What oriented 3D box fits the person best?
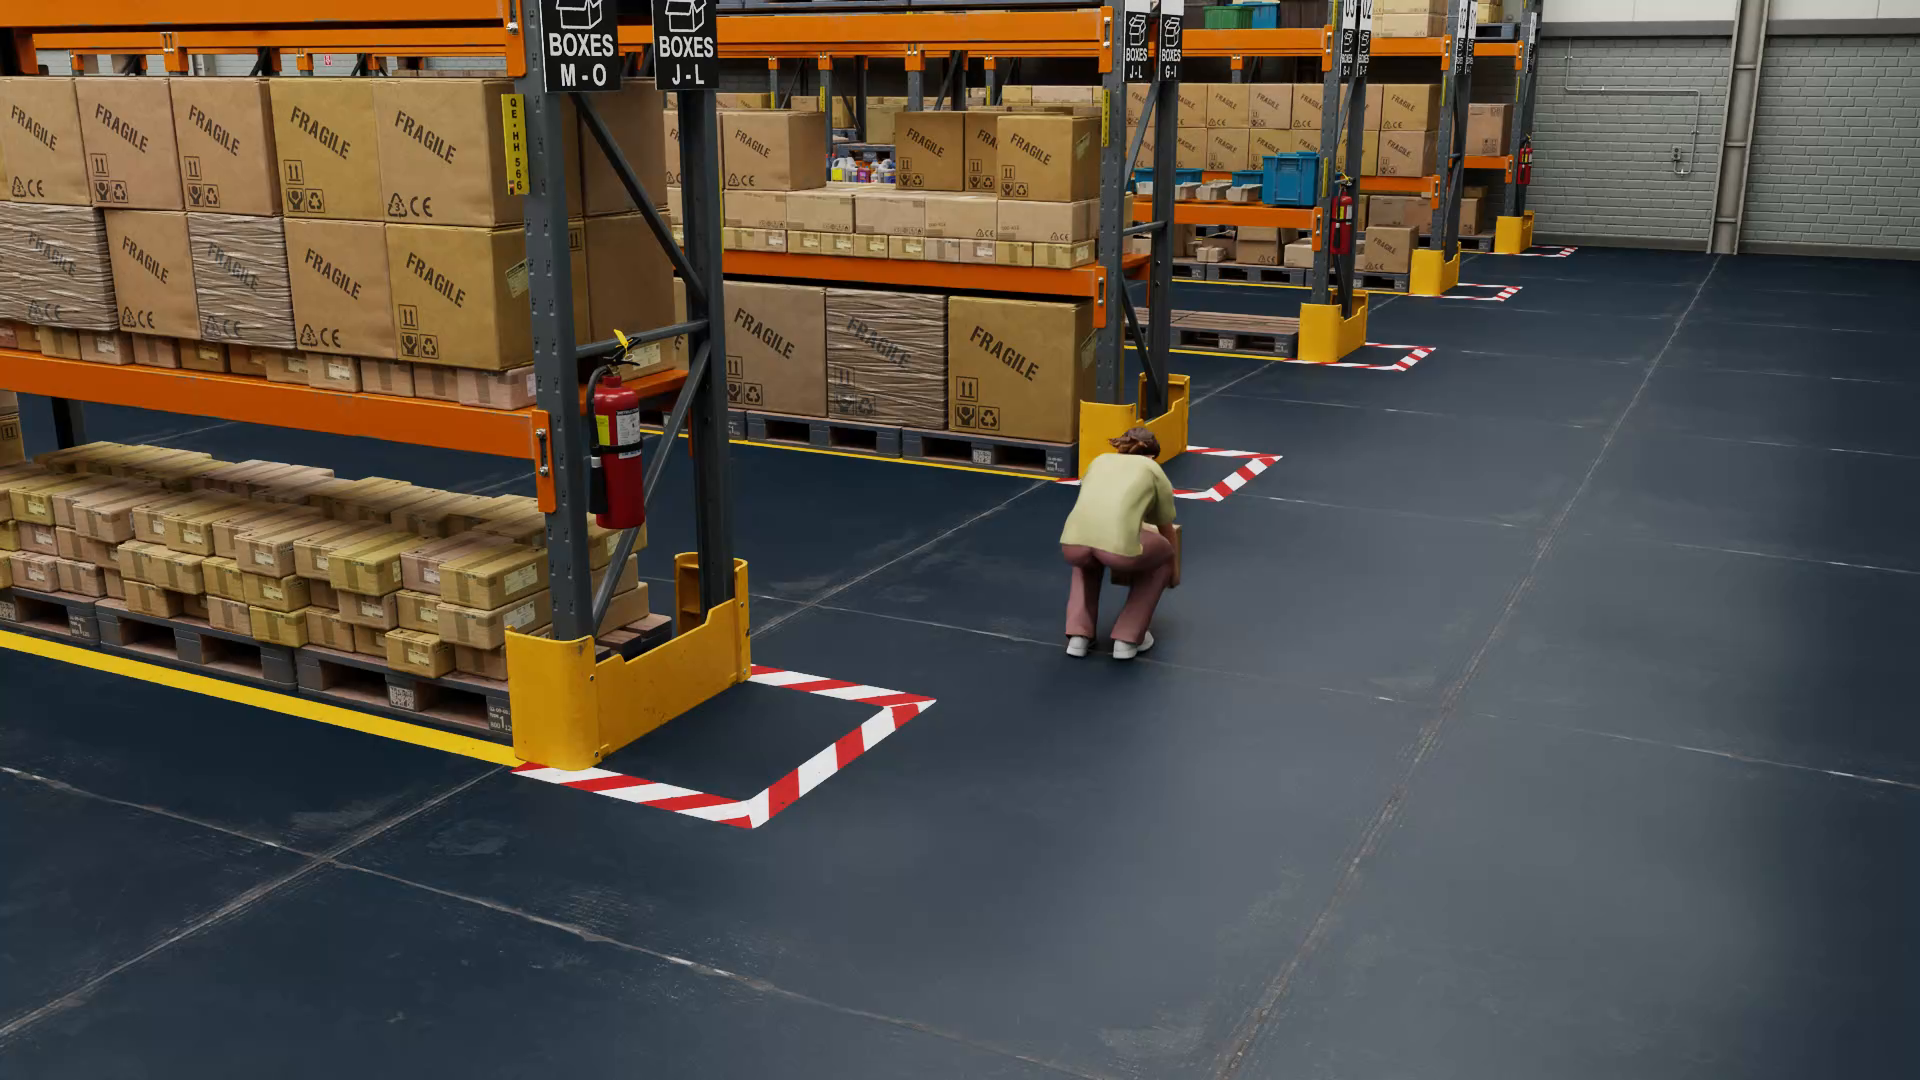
[{"bbox_3d":[0.704,0.017,7.352,0.456,0.924,0.830,7,17,24],"label":"person"}]
